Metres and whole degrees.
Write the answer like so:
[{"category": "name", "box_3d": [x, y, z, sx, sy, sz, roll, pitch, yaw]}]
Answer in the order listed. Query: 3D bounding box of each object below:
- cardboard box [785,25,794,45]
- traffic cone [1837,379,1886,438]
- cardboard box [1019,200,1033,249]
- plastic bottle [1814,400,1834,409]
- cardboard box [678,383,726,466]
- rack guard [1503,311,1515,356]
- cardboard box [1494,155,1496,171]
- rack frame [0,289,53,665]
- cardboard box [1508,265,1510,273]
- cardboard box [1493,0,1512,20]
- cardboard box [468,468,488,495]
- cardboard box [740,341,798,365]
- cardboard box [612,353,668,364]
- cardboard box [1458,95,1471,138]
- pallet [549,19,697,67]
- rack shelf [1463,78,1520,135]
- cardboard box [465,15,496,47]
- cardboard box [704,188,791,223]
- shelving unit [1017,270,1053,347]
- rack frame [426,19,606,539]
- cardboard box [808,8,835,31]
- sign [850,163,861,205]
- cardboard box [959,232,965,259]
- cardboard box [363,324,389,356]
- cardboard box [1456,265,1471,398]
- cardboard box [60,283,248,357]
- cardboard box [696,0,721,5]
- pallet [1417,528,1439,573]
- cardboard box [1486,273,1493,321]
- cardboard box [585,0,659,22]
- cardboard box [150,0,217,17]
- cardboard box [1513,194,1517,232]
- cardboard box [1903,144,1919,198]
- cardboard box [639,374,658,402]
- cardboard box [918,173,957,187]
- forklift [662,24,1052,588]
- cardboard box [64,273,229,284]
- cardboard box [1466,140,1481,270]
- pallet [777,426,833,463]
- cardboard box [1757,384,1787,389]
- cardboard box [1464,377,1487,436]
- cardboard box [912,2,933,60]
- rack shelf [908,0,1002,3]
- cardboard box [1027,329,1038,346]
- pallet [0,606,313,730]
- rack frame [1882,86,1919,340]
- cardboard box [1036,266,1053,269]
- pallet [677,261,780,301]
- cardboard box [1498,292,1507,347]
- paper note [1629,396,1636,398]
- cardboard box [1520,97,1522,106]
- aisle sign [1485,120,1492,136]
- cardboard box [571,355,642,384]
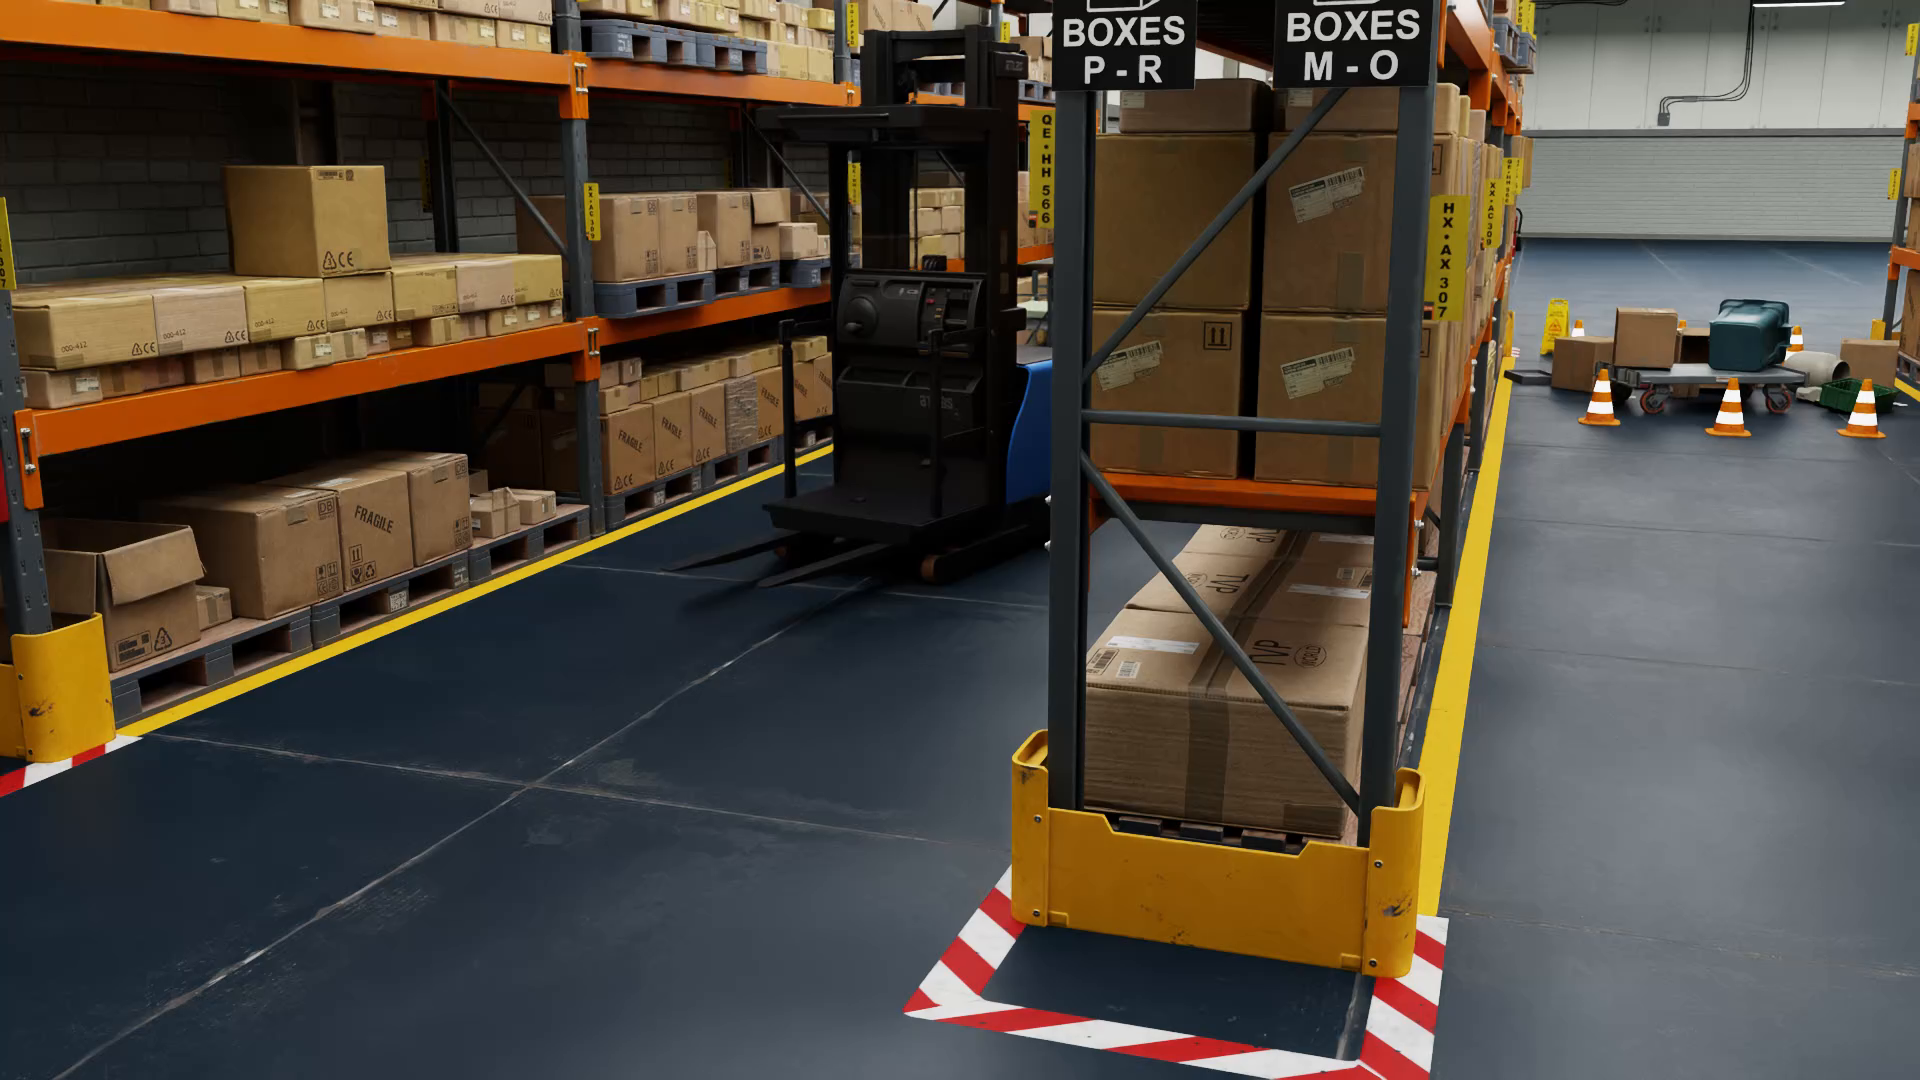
[{"category": "cardboard box", "box_3d": [-1.455, -3.745, 12.357, 0.380, 0.149, 0.250, 5, 14, 20]}, {"category": "traffic cone", "box_3d": [7.489, -1.101, 13.770, 0.336, 0.463, 0.334, 4, 14, 18]}, {"category": "cardboard box", "box_3d": [0.481, -3.437, 18.080, 0.500, 0.500, 0.500, 5, 14, 19]}, {"category": "plastic bottle", "box_3d": [8.013, -1.245, 15.306, 0.133, 0.061, 0.283, -3, 13, -11]}, {"category": "cardboard box", "box_3d": [-1.953, -0.808, 11.459, 0.500, 0.500, 0.500, 4, 13, 17]}, {"category": "rack guard", "box_3d": [5.905, -2.454, 19.615, 1.175, 0.500, 0.348, 4, 14, 18]}, {"category": "cardboard box", "box_3d": [2.926, -2.094, 9.948, 0.500, 0.500, 0.500, 4, 13, 17]}, {"category": "rack frame", "box_3d": [-3.945, -0.676, 6.209, 1.000, 3.000, 0.127, 4, 14, 18]}, {"category": "cardboard box", "box_3d": [5.778, -2.912, 18.098, 0.380, 0.149, 0.250, 5, 14, 19]}, {"category": "cardboard box", "box_3d": [2.970, -3.123, 9.546, 0.396, 0.266, 0.258, 6, 14, 23]}, {"category": "cardboard box", "box_3d": [-3.088, -0.290, 9.616, 0.500, 0.311, 0.500, 5, 14, 20]}, {"category": "cardboard box", "box_3d": [-1.463, -1.429, 12.722, 0.380, 0.149, 0.250, 4, 13, 17]}, {"category": "cardboard box", "box_3d": [-2.316, -1.246, 11.920, 0.380, 0.149, 0.250, 4, 13, 16]}, {"category": "cardboard box", "box_3d": [1.671, -1.550, 6.110, 0.380, 0.149, 0.250, 4, 13, 17]}, {"category": "pallet", "box_3d": [-2.373, -3.021, 10.166, 1.213, 0.211, 1.003, 4, 14, 18]}, {"category": "rack shelf", "box_3d": [3.988, -3.537, 13.618, 1.077, 0.370, 4.000, 4, 14, 18]}, {"category": "cardboard box", "box_3d": [-2.665, -2.654, 8.698, 0.380, 0.149, 0.250, 5, 14, 20]}, {"category": "cardboard box", "box_3d": [-1.671, -2.517, 13.106, 0.500, 0.500, 0.500, 5, 14, 21]}, {"category": "shelving unit", "box_3d": [0.537, -0.992, 10.963, 0.431, 1.500, 0.755, 5, 14, 22]}, {"category": "rack frame", "box_3d": [-2.651, -1.518, 9.899, 1.000, 3.000, 0.127, 4, 14, 18]}, {"category": "cardboard box", "box_3d": [-1.188, -3.995, 12.784, 0.380, 0.149, 0.250, 5, 14, 20]}, {"category": "sign", "box_3d": [-0.840, -2.849, 13.306, 0.100, 0.325, 0.005, 4, 14, 18]}, {"category": "cardboard box", "box_3d": [-0.135, -2.898, 16.283, 0.500, 0.250, 0.500, 4, 14, 18]}, {"category": "cardboard box", "box_3d": [-3.031, -0.987, 8.135, 0.380, 0.149, 0.250, 4, 14, 18]}, {"category": "cardboard box", "box_3d": [1.829, -0.879, 6.872, 0.500, 0.500, 0.500, 4, 13, 18]}, {"category": "cardboard box", "box_3d": [-3.380, -0.930, 6.991, 0.500, 0.250, 0.500, 5, 14, 19]}, {"category": "cardboard box", "box_3d": [-1.787, -3.564, 10.850, 0.380, 0.149, 0.250, 4, 14, 19]}, {"category": "pallet", "box_3d": [2.225, 0.030, 9.382, 1.003, 0.211, 1.213, 4, 14, 18]}, {"category": "cardboard box", "box_3d": [2.957, -1.483, 10.080, 0.500, 0.250, 0.500, 4, 13, 17]}, {"category": "cardboard box", "box_3d": [-2.072, -3.258, 10.178, 0.380, 0.149, 0.250, 4, 14, 19]}, {"category": "cardboard box", "box_3d": [-3.285, -2.221, 6.803, 0.380, 0.149, 0.250, 5, 14, 20]}, {"category": "cardboard box", "box_3d": [6.015, -3.748, 18.775, 0.500, 0.500, 0.500, 4, 13, 17]}, {"category": "cardboard box", "box_3d": [10.489, -3.877, 17.471, 0.875, 0.550, 0.550, 4, 14, 18]}, {"category": "cardboard box", "box_3d": [-2.194, -0.996, 10.825, 0.380, 0.149, 0.250, 4, 13, 15]}, {"category": "cardboard box", "box_3d": [-0.245, -3.802, 17.552, 0.380, 0.149, 0.250, 4, 14, 19]}, {"category": "forklift", "box_3d": [-0.401, -1.309, 9.135, 1.130, 2.935, 3.031, 8, 15, 32]}, {"category": "cardboard box", "box_3d": [-3.715, -1.076, 7.631, 0.500, 0.250, 0.500, 5, 14, 20]}, {"category": "cardboard box", "box_3d": [1.828, -1.365, 6.754, 0.500, 0.500, 0.500, 5, 14, 19]}, {"category": "pallet", "box_3d": [-1.634, -0.846, 13.222, 1.003, 0.211, 1.213, 4, 14, 18]}, {"category": "cardboard box", "box_3d": [8.165, -1.673, 16.719, 0.396, 0.266, 0.258, 7, 15, 28]}, {"category": "cardboard box", "box_3d": [3.534, -1.046, 12.790, 0.950, 0.372, 0.625, 3, 13, 15]}, {"category": "cardboard box", "box_3d": [-0.562, -4.474, 14.716, 0.500, 0.500, 0.500, 5, 14, 20]}, {"category": "rack shelf", "box_3d": [-0.709, -5.161, 14.891, 1.077, 0.370, 4.000, 4, 14, 18]}, {"category": "cardboard box", "box_3d": [0.557, -2.253, 18.353, 0.500, 0.250, 0.500, 4, 13, 17]}, {"category": "pallet", "box_3d": [-3.663, 0.500, 7.325, 1.003, 0.211, 1.213, 4, 14, 18]}, {"category": "rack frame", "box_3d": [10.646, -3.353, 17.938, 1.000, 3.000, 0.127, 4, 14, 18]}, {"category": "cardboard box", "box_3d": [1.218, -3.169, 20.121, 0.500, 0.250, 0.500, 5, 14, 19]}, {"category": "pallet", "box_3d": [-1.981, -1.857, 11.815, 1.003, 0.211, 1.213, 4, 14, 18]}, {"category": "cardboard box", "box_3d": [5.082, -2.181, 16.351, 0.500, 0.500, 0.500, 5, 14, 21]}, {"category": "paper note", "box_3d": [6.421, -1.387, 15.998, 0.148, 0.019, 0.142, 4, 14, 18]}, {"category": "cardboard box", "box_3d": [6.029, -4.878, 18.443, 0.380, 0.149, 0.250, 4, 14, 19]}, {"category": "aisle sign", "box_3d": [6.224, -4.948, 19.083, 0.394, 0.787, 0.004, 4, 14, 18]}, {"category": "cardboard box", "box_3d": [-2.244, -1.080, 10.527, 0.380, 0.149, 0.250, 4, 13, 16]}]
